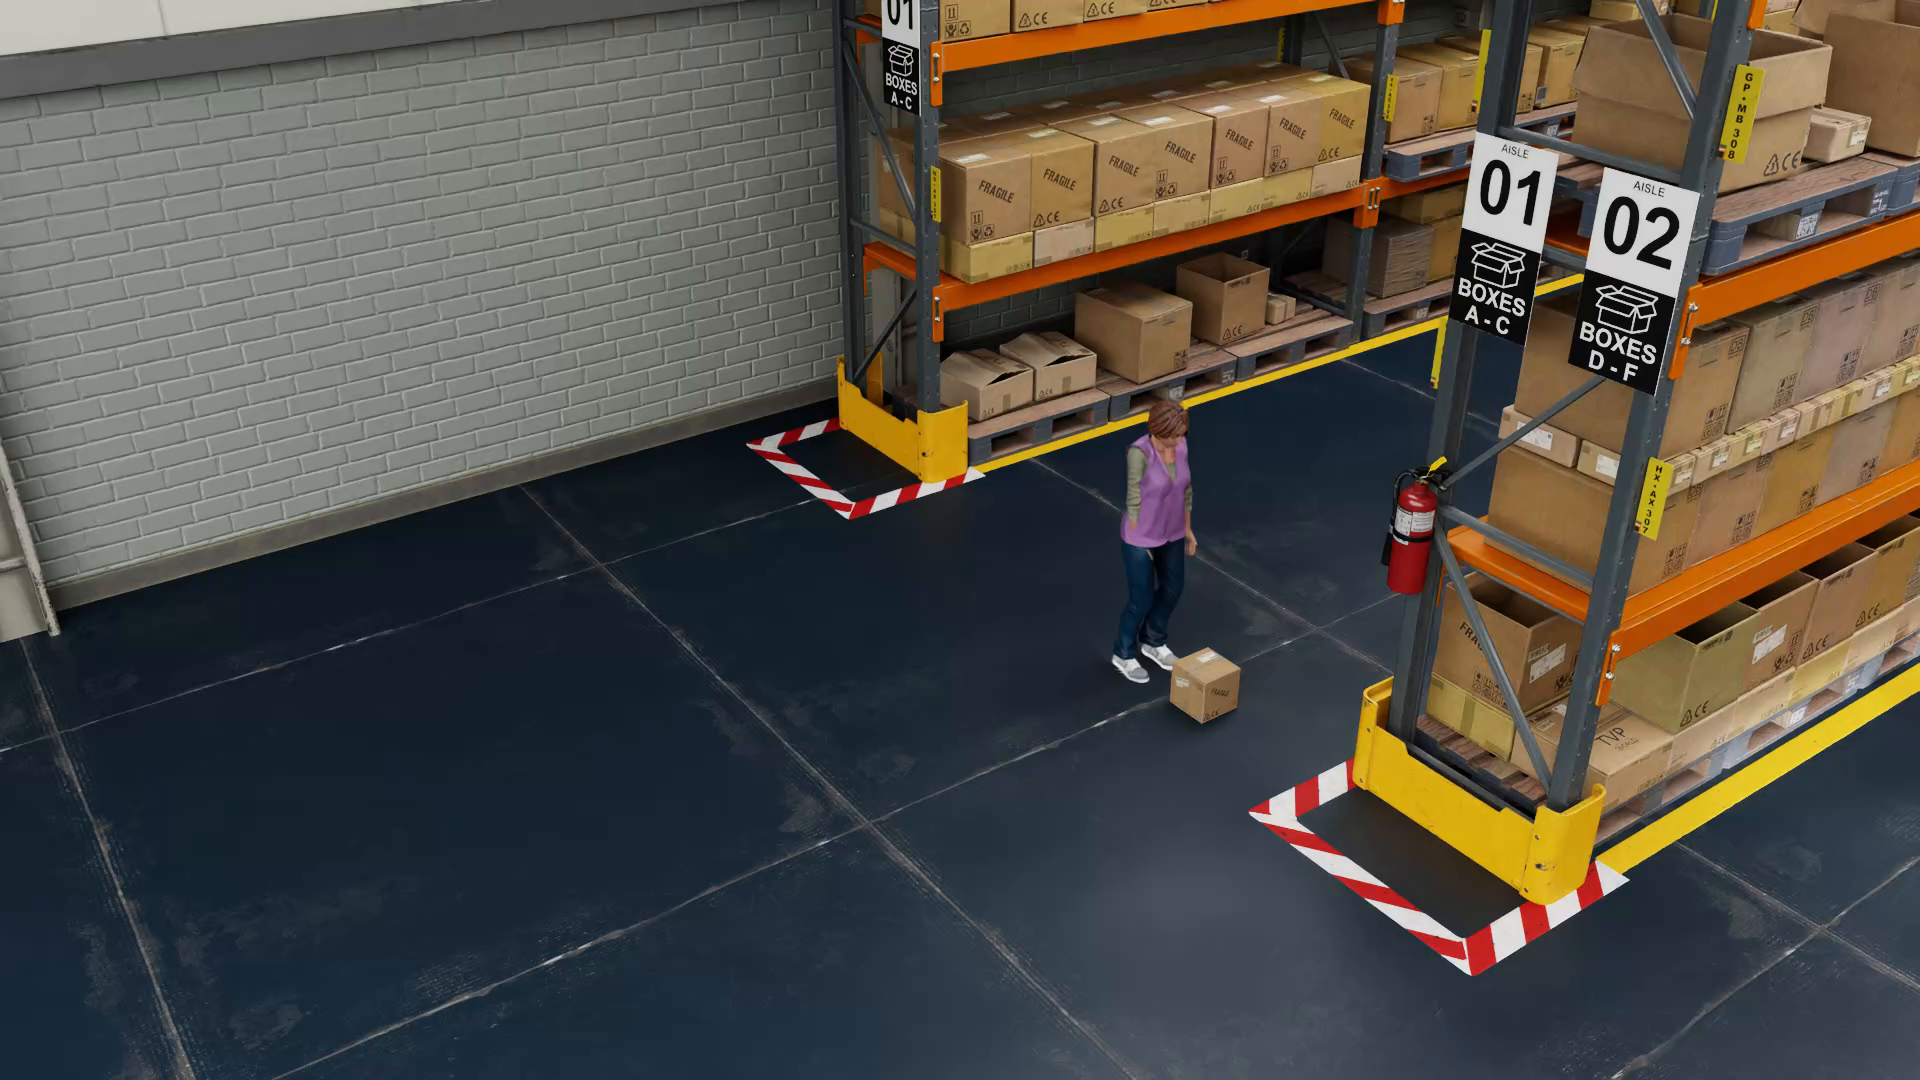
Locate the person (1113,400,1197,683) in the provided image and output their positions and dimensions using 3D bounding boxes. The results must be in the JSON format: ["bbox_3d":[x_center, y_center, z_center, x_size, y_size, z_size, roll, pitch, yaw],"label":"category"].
[{"bbox_3d":[1.026,-0.016,8.686,0.412,1.589,0.316,-18,34,-29],"label":"person"}]
